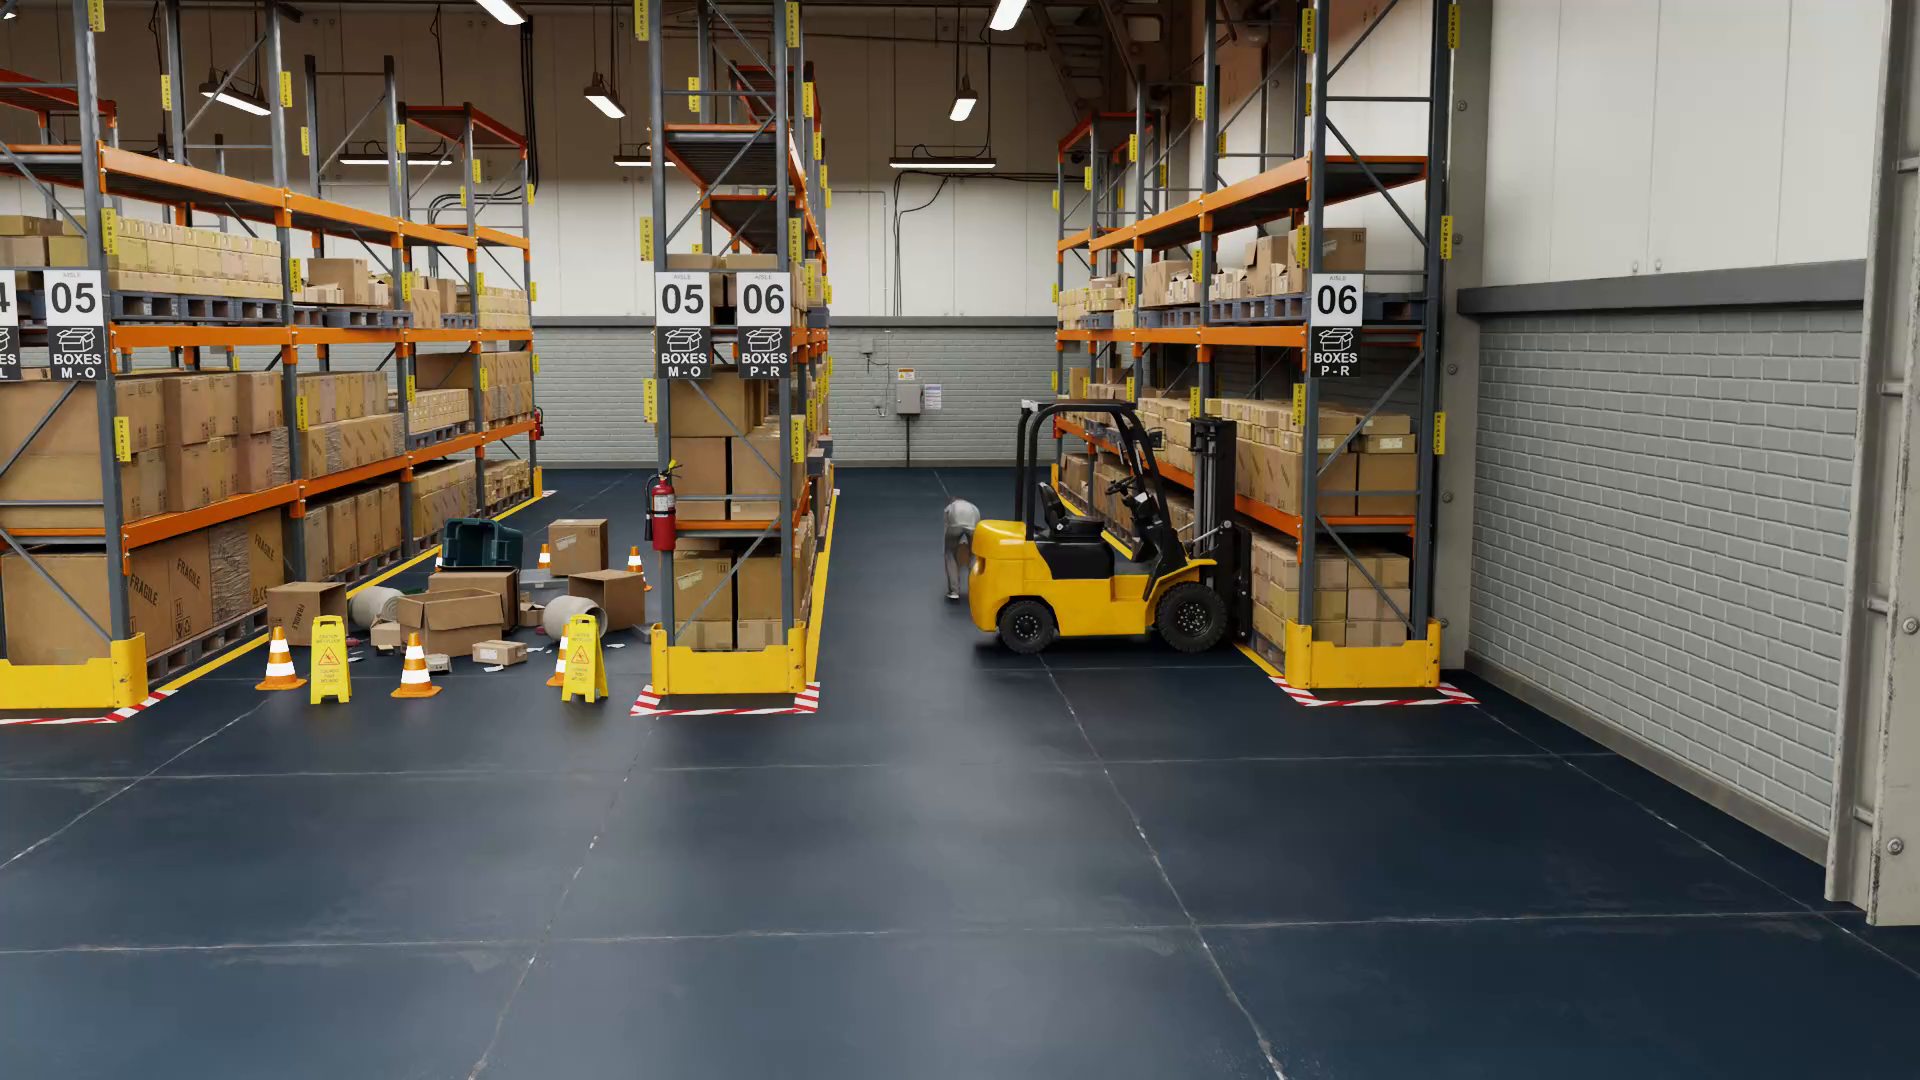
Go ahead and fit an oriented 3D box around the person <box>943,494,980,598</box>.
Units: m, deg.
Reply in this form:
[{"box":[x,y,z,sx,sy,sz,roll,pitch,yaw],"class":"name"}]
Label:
[{"box":[0.016,0.067,17.489,0.387,1.051,0.864,-1,7,-6],"class":"person"}]
